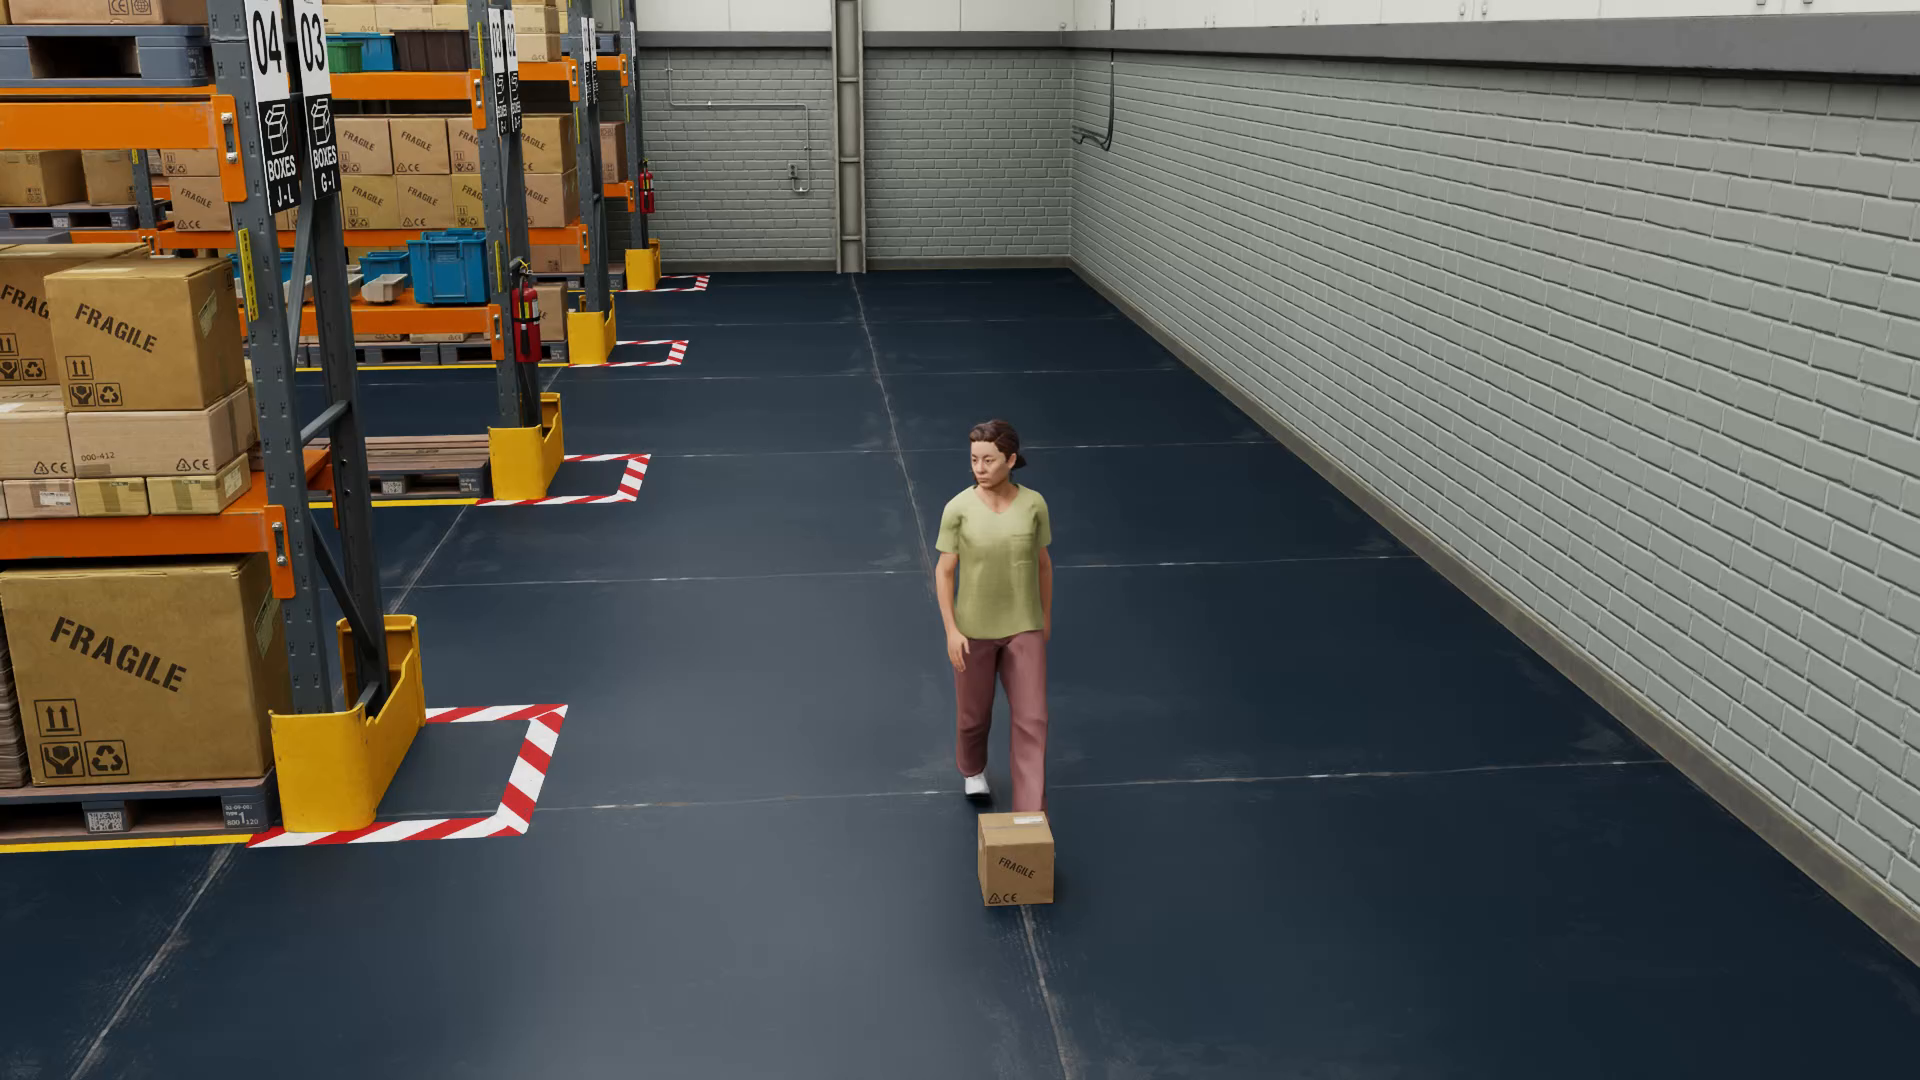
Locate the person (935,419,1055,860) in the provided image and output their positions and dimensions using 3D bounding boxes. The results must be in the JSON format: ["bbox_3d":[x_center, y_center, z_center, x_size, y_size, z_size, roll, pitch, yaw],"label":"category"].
[{"bbox_3d":[0.147,0.363,6.373,0.470,1.616,0.961,-1,17,-4],"label":"person"}]
